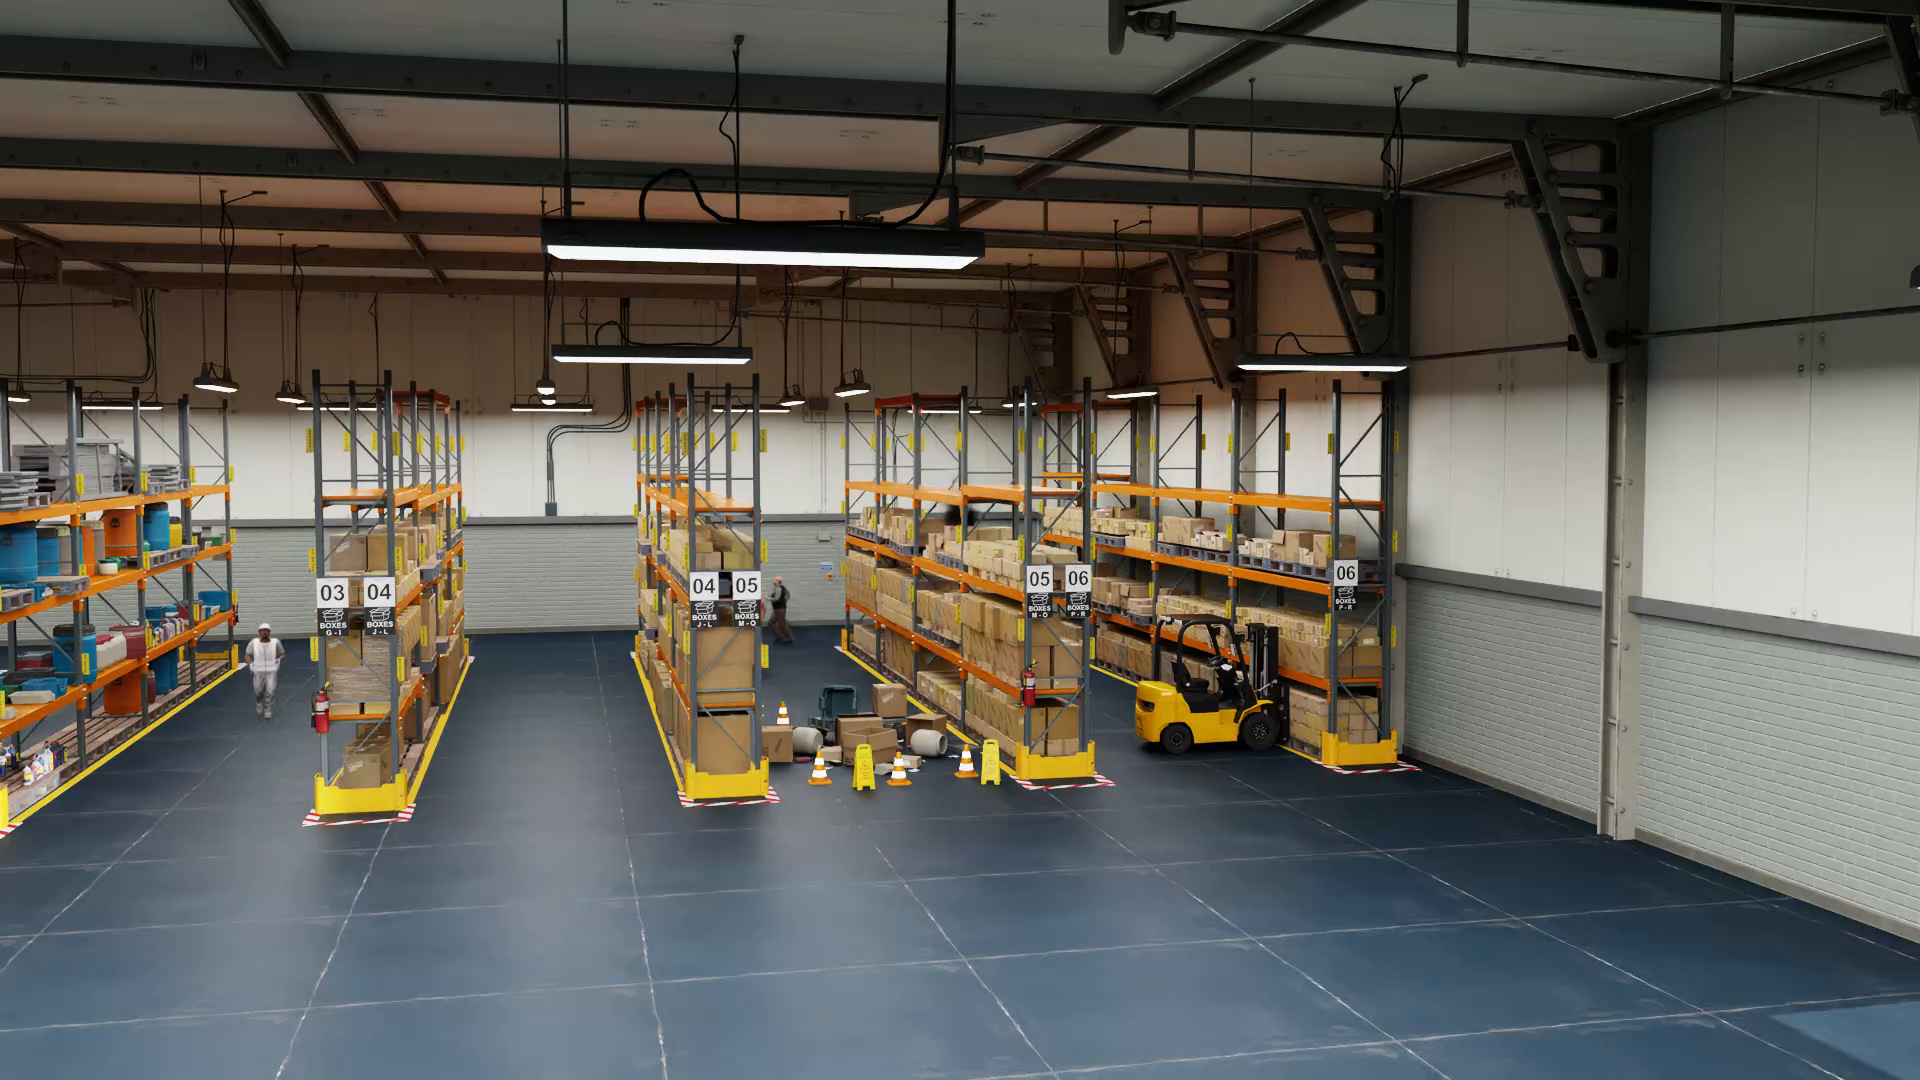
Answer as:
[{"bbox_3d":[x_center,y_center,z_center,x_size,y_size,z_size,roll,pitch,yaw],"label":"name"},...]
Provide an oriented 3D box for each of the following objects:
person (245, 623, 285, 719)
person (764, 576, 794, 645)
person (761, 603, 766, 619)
[{"bbox_3d":[-12.632,2.386,30.246,0.678,1.735,0.612,-1,4,-23],"label":"person"},{"bbox_3d":[-4.501,1.781,41.259,0.742,1.768,0.627,0,3,-3],"label":"person"},{"bbox_3d":[-4.779,1.980,37.838,0.642,1.756,0.785,-1,4,-24],"label":"person"}]
